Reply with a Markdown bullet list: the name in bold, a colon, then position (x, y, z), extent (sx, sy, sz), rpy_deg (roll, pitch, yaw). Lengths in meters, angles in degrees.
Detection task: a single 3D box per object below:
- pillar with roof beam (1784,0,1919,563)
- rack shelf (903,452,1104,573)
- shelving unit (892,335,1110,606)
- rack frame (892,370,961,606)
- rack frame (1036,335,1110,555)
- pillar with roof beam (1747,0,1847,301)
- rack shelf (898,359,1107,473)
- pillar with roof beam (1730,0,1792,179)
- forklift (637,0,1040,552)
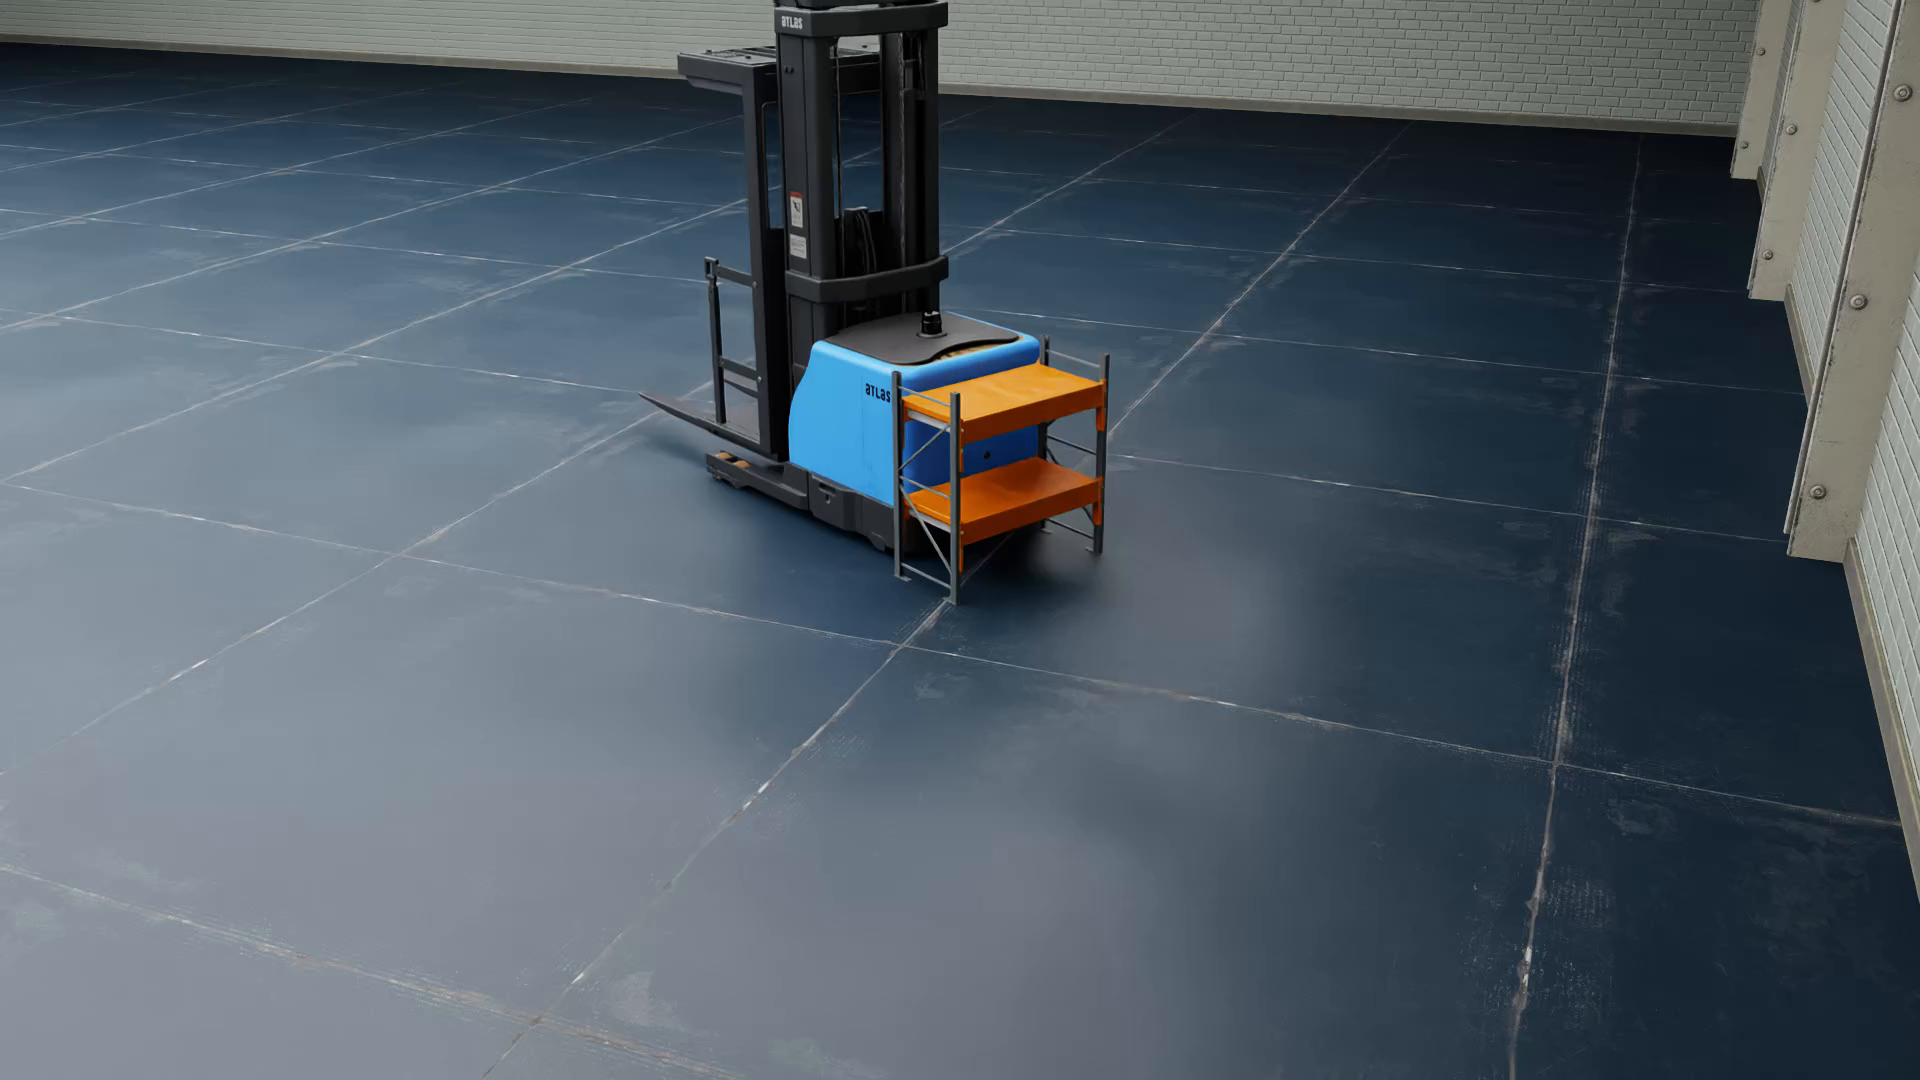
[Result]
- **pillar with roof beam**: position (0.723, -4.733, 8.906), extent (9.100, 9.000, 0.400), rpy_deg (9, 24, 20)
- **rack shelf**: position (0.217, -0.161, 8.811), extent (1.000, 0.278, 0.538), rpy_deg (-18, 29, -37)
- **shelving unit**: position (0.217, -0.387, 8.717), extent (1.048, 1.125, 0.538), rpy_deg (-18, 29, -37)
- **rack frame**: position (-0.171, -0.260, 8.413), extent (0.032, 1.125, 0.500), rpy_deg (-18, 29, -37)
- **rack frame**: position (0.604, -0.514, 9.020), extent (0.032, 1.125, 0.500), rpy_deg (-18, 29, -37)
- **pillar with roof beam**: position (2.952, -6.880, 14.046), extent (9.100, 9.000, 0.400), rpy_deg (9, 24, 20)
- **rack shelf**: position (0.217, -0.657, 8.604), extent (1.000, 0.278, 0.538), rpy_deg (-18, 29, -37)
- **pillar with roof beam**: position (5.180, -9.027, 19.187), extent (9.100, 9.000, 0.400), rpy_deg (9, 24, 20)
- **forklift**: position (-0.891, -1.776, 9.699), extent (1.130, 2.935, 3.031), rpy_deg (-19, 29, -38)
